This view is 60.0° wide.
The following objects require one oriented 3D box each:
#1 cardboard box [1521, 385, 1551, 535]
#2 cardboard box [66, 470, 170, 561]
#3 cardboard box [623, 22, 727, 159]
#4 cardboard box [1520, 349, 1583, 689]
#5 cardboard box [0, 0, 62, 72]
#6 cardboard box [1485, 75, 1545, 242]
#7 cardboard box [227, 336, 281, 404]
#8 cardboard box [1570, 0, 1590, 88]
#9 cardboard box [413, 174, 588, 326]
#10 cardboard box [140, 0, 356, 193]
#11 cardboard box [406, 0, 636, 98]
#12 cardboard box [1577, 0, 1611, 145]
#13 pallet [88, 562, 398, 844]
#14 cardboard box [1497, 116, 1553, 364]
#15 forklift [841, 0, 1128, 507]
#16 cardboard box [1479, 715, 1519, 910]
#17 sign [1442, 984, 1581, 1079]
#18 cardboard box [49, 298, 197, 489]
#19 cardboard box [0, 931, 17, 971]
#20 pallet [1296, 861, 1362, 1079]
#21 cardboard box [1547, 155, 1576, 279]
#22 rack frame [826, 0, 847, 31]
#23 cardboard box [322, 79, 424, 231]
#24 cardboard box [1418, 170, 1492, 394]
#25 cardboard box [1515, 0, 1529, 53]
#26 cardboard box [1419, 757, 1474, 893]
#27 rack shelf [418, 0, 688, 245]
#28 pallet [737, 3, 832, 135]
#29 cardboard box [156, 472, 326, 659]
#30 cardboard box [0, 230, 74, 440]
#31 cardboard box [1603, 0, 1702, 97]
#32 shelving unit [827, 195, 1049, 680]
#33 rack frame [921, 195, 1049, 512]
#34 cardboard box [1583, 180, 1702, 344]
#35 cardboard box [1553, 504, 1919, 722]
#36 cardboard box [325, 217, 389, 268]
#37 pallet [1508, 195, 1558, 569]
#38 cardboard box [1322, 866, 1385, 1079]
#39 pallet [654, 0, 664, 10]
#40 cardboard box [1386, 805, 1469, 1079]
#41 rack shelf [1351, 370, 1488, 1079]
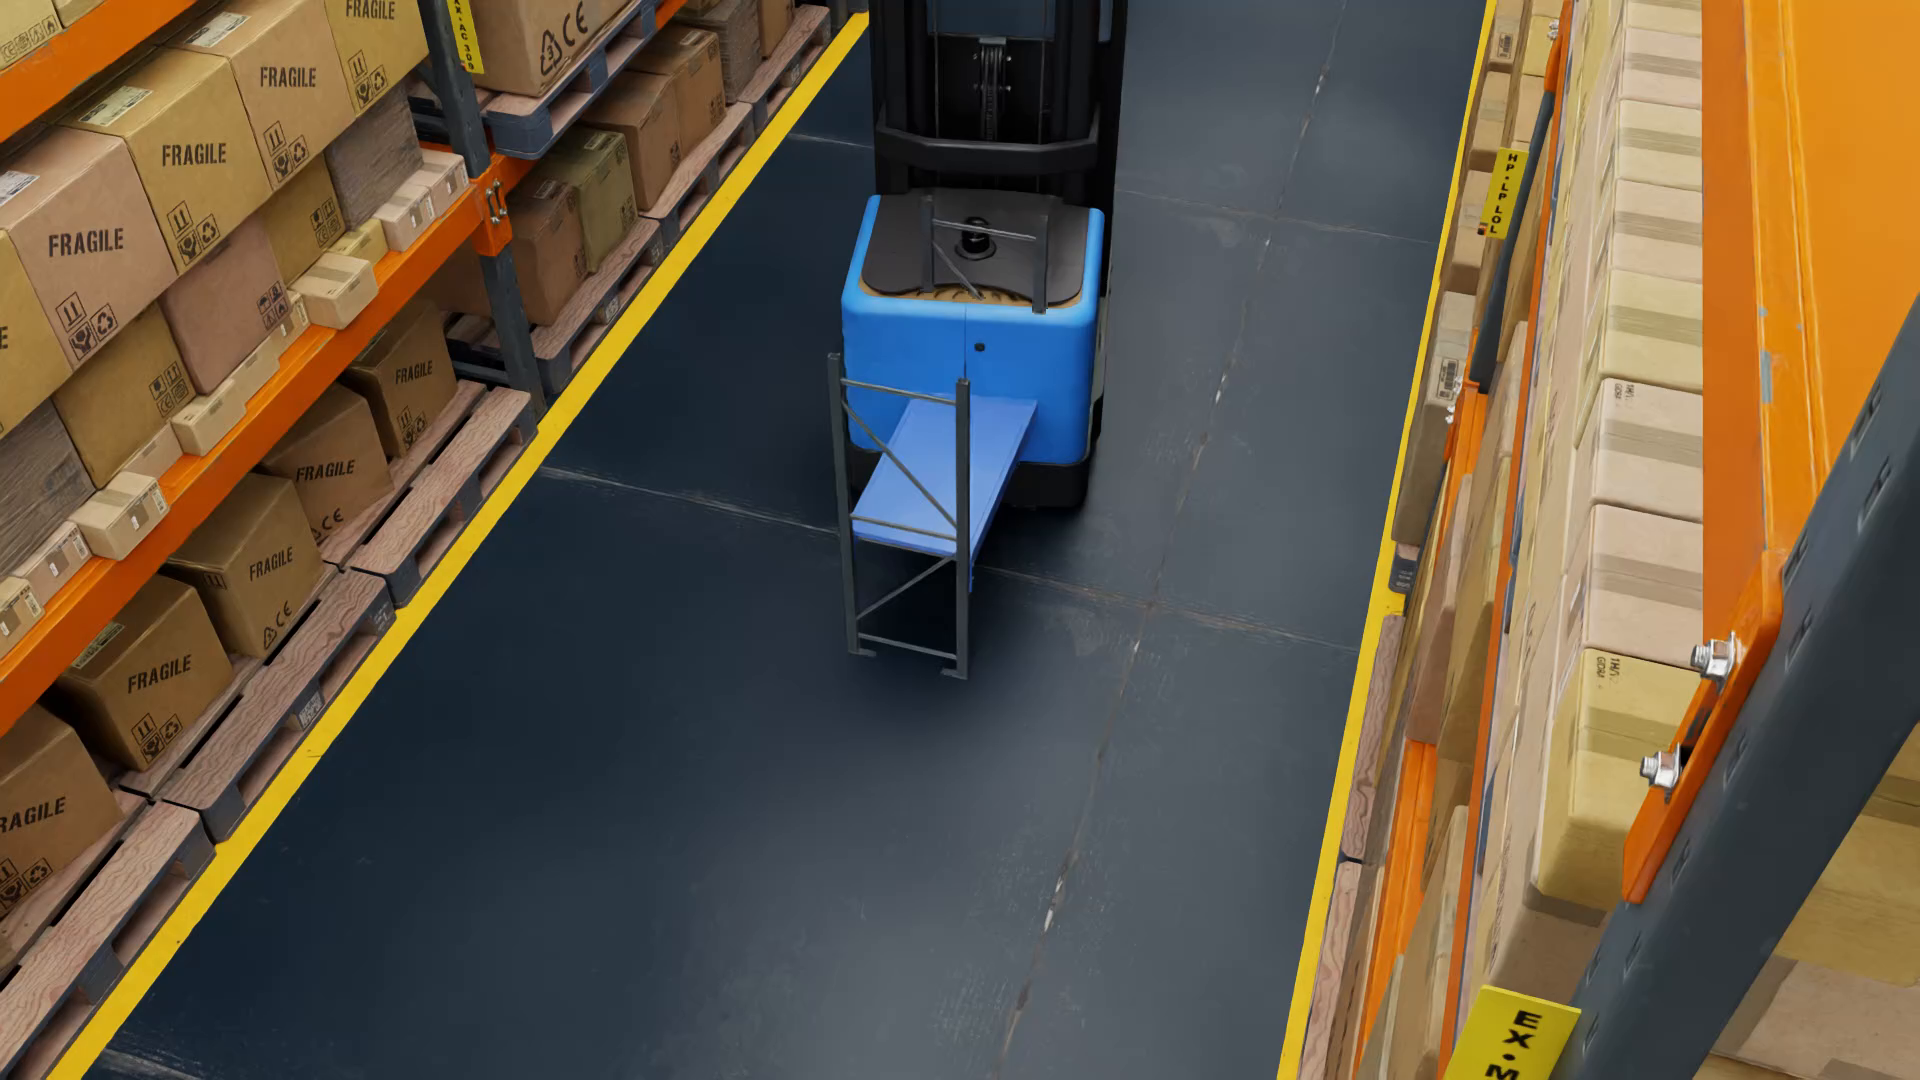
[{"bbox_3d":[1.152,-0.098,2.767,0.380,0.149,0.250,12,46,12],"label":"cardboard box"},{"bbox_3d":[-2.770,-0.104,5.291,0.380,0.149,0.250,13,46,13],"label":"cardboard box"},{"bbox_3d":[-1.713,-2.469,9.000,0.700,0.500,0.500,16,47,16],"label":"cardboard box"},{"bbox_3d":[1.100,0.013,2.369,0.500,0.250,0.500,13,46,13],"label":"cardboard box"},{"bbox_3d":[-2.781,-1.383,4.380,0.500,0.250,0.500,14,46,14],"label":"cardboard box"},{"bbox_3d":[2.334,-1.401,6.364,0.500,0.500,0.500,12,46,12],"label":"cardboard box"},{"bbox_3d":[-2.630,-0.624,5.821,0.380,0.149,0.250,13,46,13],"label":"cardboard box"},{"bbox_3d":[1.613,-1.115,3.807,0.380,0.149,0.250,12,46,12],"label":"cardboard box"},{"bbox_3d":[-2.213,-1.410,7.918,0.700,0.500,0.500,9,45,9],"label":"cardboard box"},{"bbox_3d":[-2.443,-1.549,5.588,0.500,0.500,0.500,13,46,13],"label":"cardboard box"},{"bbox_3d":[-2.045,-2.606,6.938,1.000,1.000,1.000,13,46,13],"label":"cardboard box"},{"bbox_3d":[1.559,-0.995,3.399,0.500,0.250,0.500,12,46,12],"label":"cardboard box"},{"bbox_3d":[-2.957,0.526,6.460,1.003,0.211,1.213,13,46,13],"label":"pallet"},{"bbox_3d":[2.133,-0.825,4.968,0.875,0.550,0.550,13,46,13],"label":"cardboard box"},{"bbox_3d":[0.187,-2.222,7.324,1.130,2.935,3.031,4,45,5],"label":"forklift"},{"bbox_3d":[0.921,0.413,2.245,0.380,0.149,0.250,13,46,13],"label":"cardboard box"},{"bbox_3d":[0.553,0.558,1.713,0.100,0.325,0.005,13,46,13],"label":"sign"},{"bbox_3d":[-3.046,-0.592,5.325,0.875,0.500,0.500,13,46,13],"label":"cardboard box"},{"bbox_3d":[-3.425,1.255,5.208,0.500,0.500,0.500,21,48,20],"label":"cardboard box"},{"bbox_3d":[1.605,1.679,5.282,1.003,0.211,1.213,13,46,13],"label":"pallet"},{"bbox_3d":[1.382,-0.607,3.288,0.380,0.149,0.250,13,46,13],"label":"cardboard box"},{"bbox_3d":[-1.208,-4.408,9.509,1.000,3.000,0.127,13,46,13],"label":"rack frame"},{"bbox_3d":[-2.614,-1.597,6.352,0.875,0.500,0.500,13,46,13],"label":"cardboard box"},{"bbox_3d":[2.675,-1.045,7.380,1.050,0.750,0.750,13,46,12],"label":"cardboard box"},{"bbox_3d":[2.791,-2.408,7.394,0.500,0.500,0.500,13,46,12],"label":"cardboard box"},{"bbox_3d":[1.691,0.652,4.231,0.875,0.550,0.500,13,46,13],"label":"cardboard box"},{"bbox_3d":[-1.814,-2.818,8.398,1.077,0.370,4.000,13,46,13],"label":"rack shelf"},{"bbox_3d":[-1.446,-2.891,9.952,1.003,0.211,1.213,13,46,13],"label":"pallet"},{"bbox_3d":[-2.858,0.074,6.416,0.500,0.500,0.500,9,45,9],"label":"cardboard box"},{"bbox_3d":[-2.896,-0.549,4.566,0.500,0.500,0.500,13,46,13],"label":"cardboard box"},{"bbox_3d":[1.382,-0.892,3.009,0.380,0.149,0.250,12,46,12],"label":"cardboard box"},{"bbox_3d":[-0.056,-0.382,6.466,0.538,1.500,1.048,12,46,12],"label":"shelving unit"},{"bbox_3d":[0.094,-0.722,6.812,0.500,1.500,0.032,12,46,12],"label":"rack frame"},{"bbox_3d":[1.153,-0.383,2.489,0.380,0.149,0.250,13,46,13],"label":"cardboard box"},{"bbox_3d":[0.922,0.127,1.968,0.380,0.149,0.250,13,46,13],"label":"cardboard box"},{"bbox_3d":[-2.422,-1.128,6.336,0.380,0.149,0.250,13,46,13],"label":"cardboard box"},{"bbox_3d":[1.648,-0.310,3.240,1.003,0.211,1.213,13,46,13],"label":"pallet"},{"bbox_3d":[1.473,1.599,4.589,0.875,0.875,0.875,12,46,12],"label":"cardboard box"},{"bbox_3d":[-1.768,-3.011,8.219,1.003,0.211,1.213,13,46,13],"label":"pallet"},{"bbox_3d":[1.294,0.978,3.126,0.875,0.550,0.550,13,46,13],"label":"cardboard box"},{"bbox_3d":[1.672,0.967,4.531,1.077,0.370,4.000,13,46,13],"label":"rack shelf"}]
